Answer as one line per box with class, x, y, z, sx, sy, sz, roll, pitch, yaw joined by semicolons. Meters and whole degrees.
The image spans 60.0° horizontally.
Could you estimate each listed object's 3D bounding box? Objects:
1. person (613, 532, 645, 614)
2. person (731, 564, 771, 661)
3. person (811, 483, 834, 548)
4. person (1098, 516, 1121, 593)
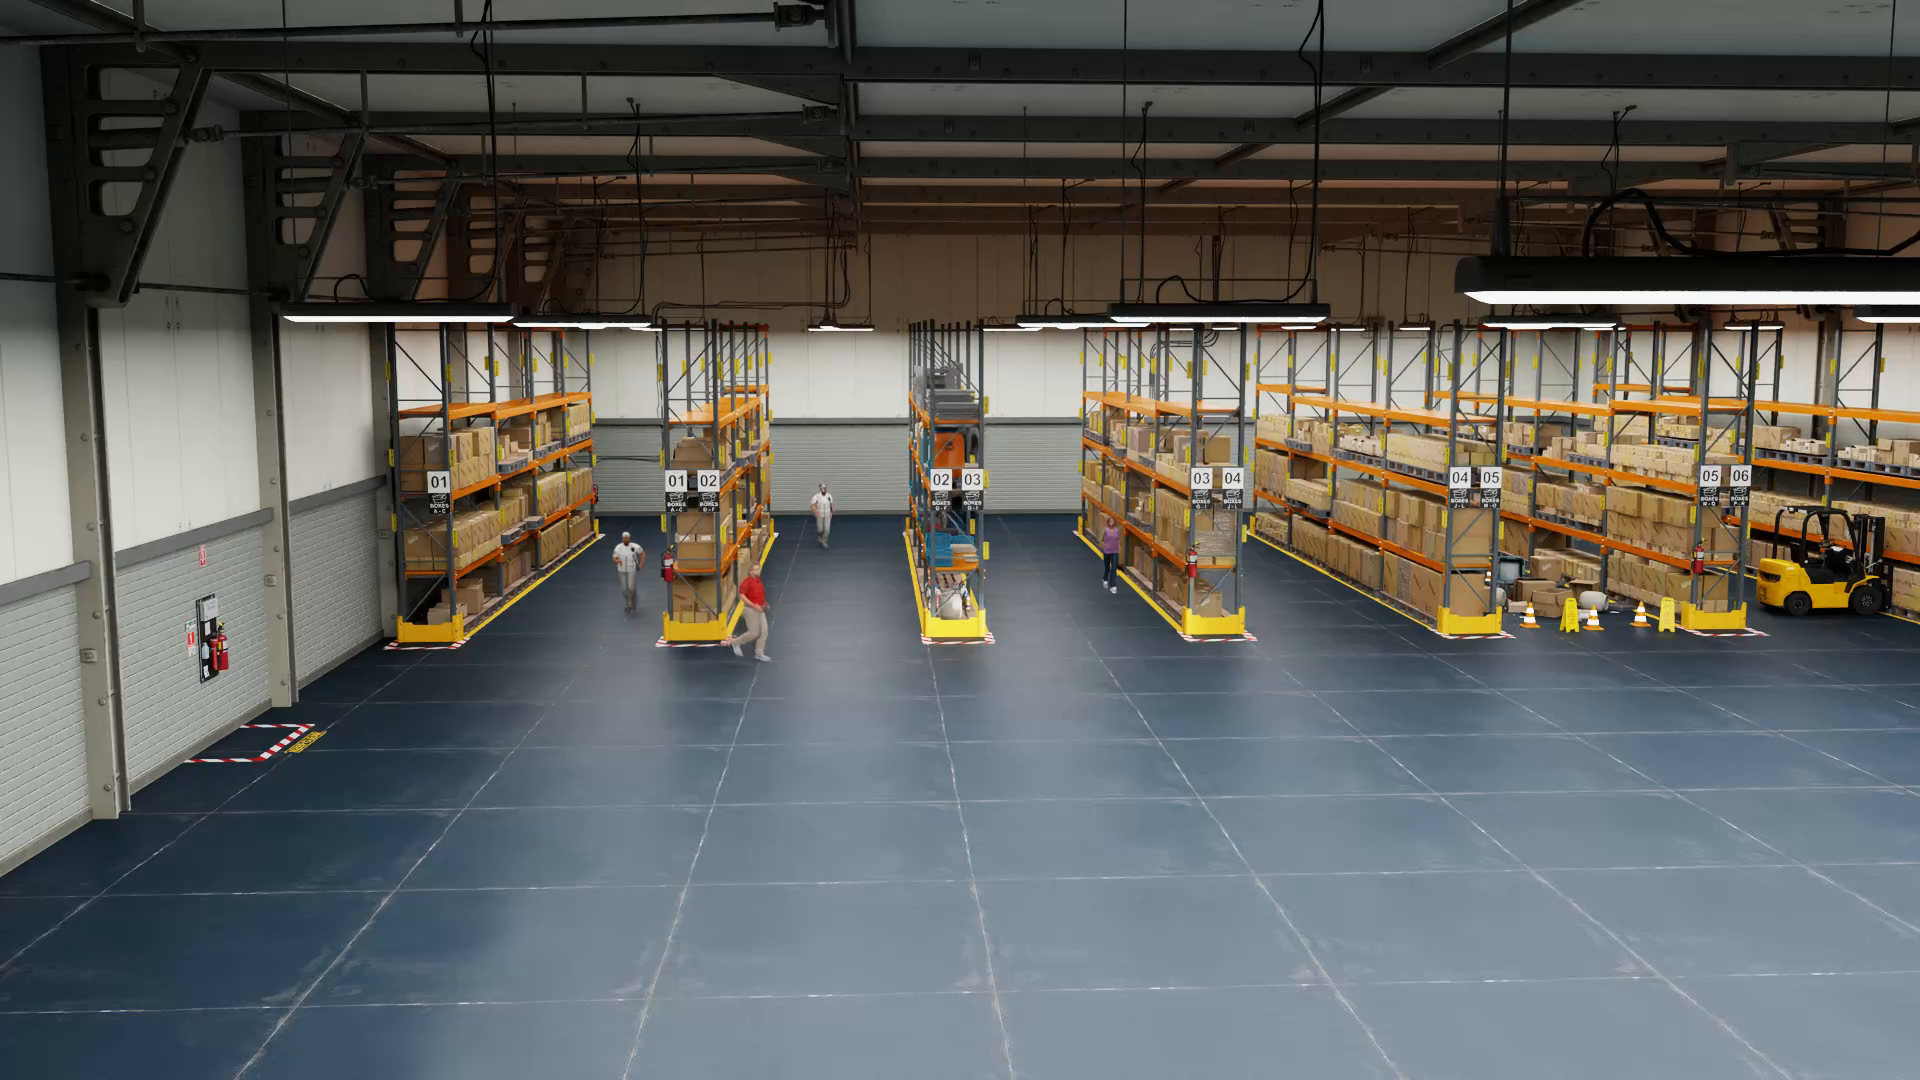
person;-6.849;0.688;34.331;0.617;1.731;0.717;0;7;0
person;-3.671;1.272;29.355;0.726;1.713;0.690;3;8;24
person;-3.713;-0.681;44.978;0.650;1.738;0.594;-2;7;-15
person;3.200;0.292;35.241;0.539;1.599;0.754;-1;7;-11
